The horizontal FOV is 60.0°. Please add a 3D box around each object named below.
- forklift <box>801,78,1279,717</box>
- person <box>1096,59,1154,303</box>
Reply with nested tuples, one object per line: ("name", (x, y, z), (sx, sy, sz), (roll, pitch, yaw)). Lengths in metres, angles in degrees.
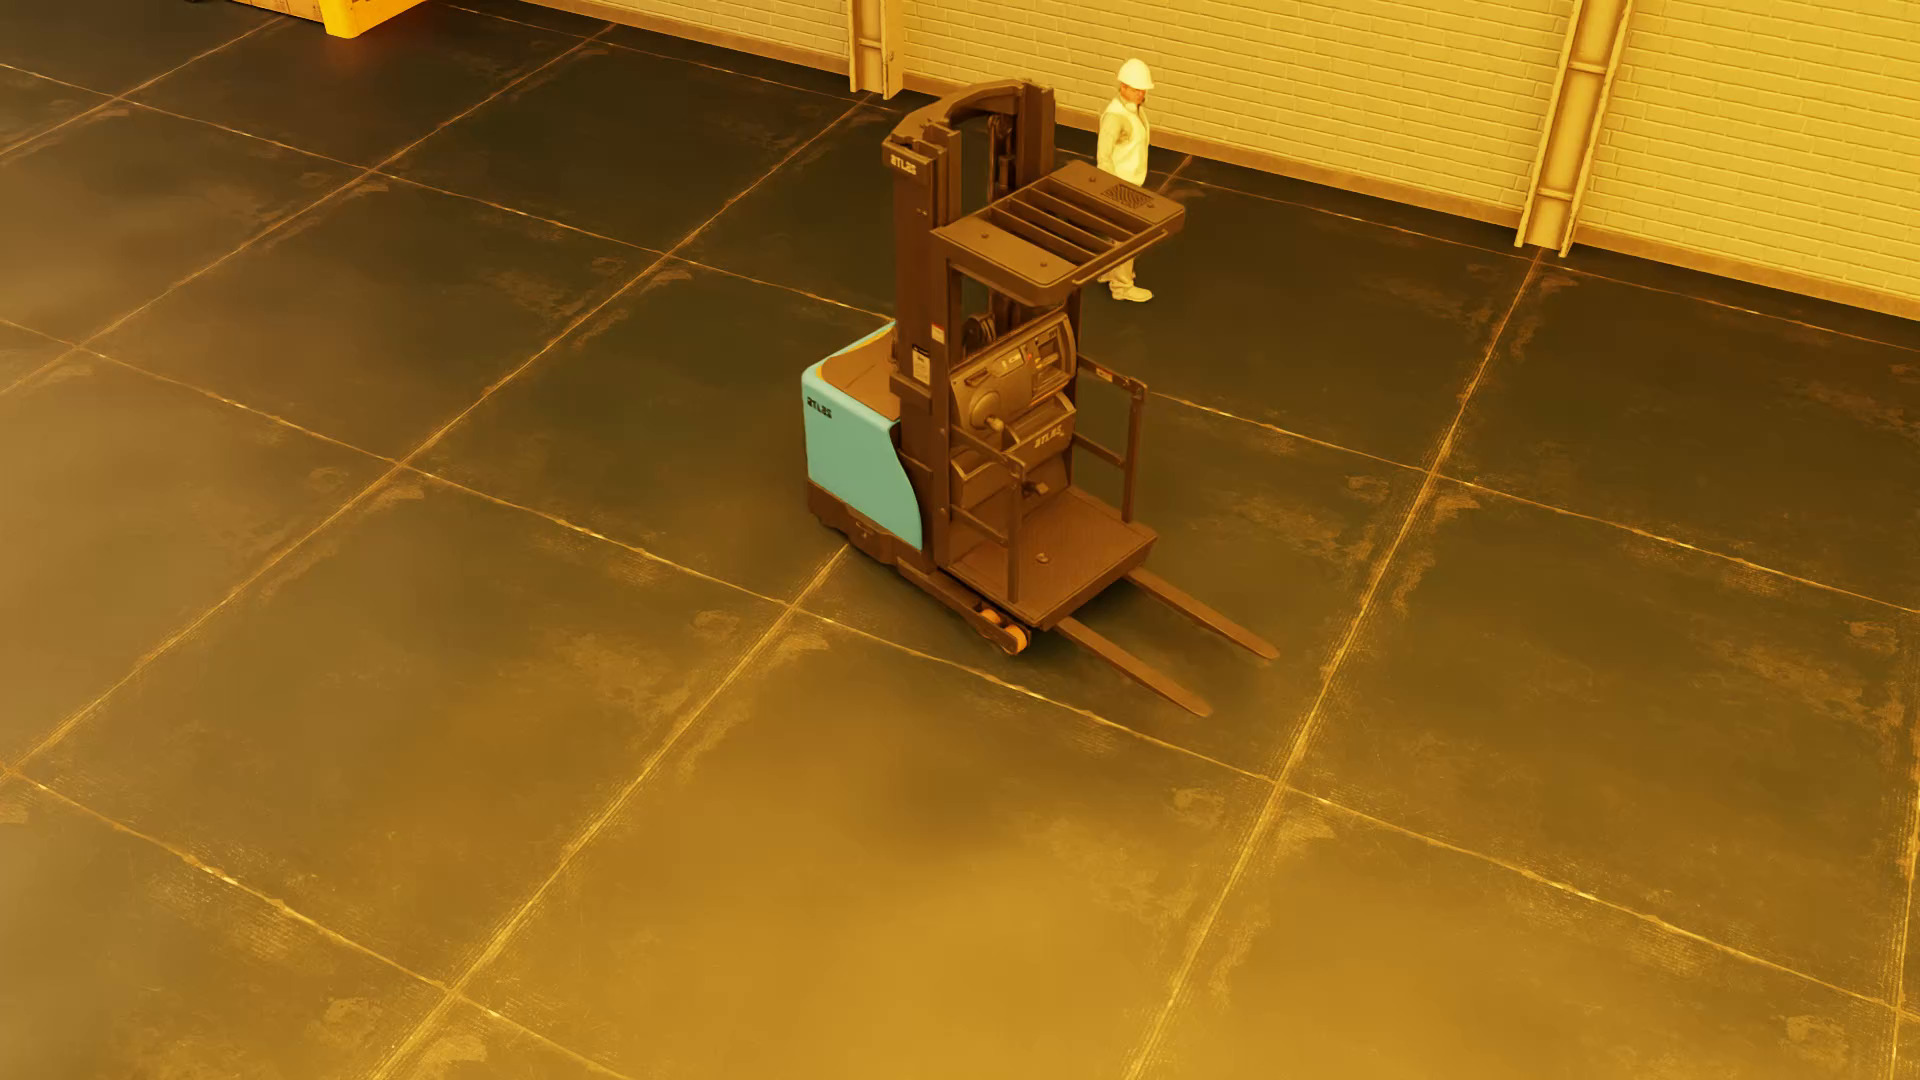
("forklift", (0.450, -0.849, 8.995), (3.031, 2.935, 1.130), (32, 50, 32))
("person", (1.228, -2.590, 11.968), (0.481, 1.765, 0.713), (8, 41, 9))
